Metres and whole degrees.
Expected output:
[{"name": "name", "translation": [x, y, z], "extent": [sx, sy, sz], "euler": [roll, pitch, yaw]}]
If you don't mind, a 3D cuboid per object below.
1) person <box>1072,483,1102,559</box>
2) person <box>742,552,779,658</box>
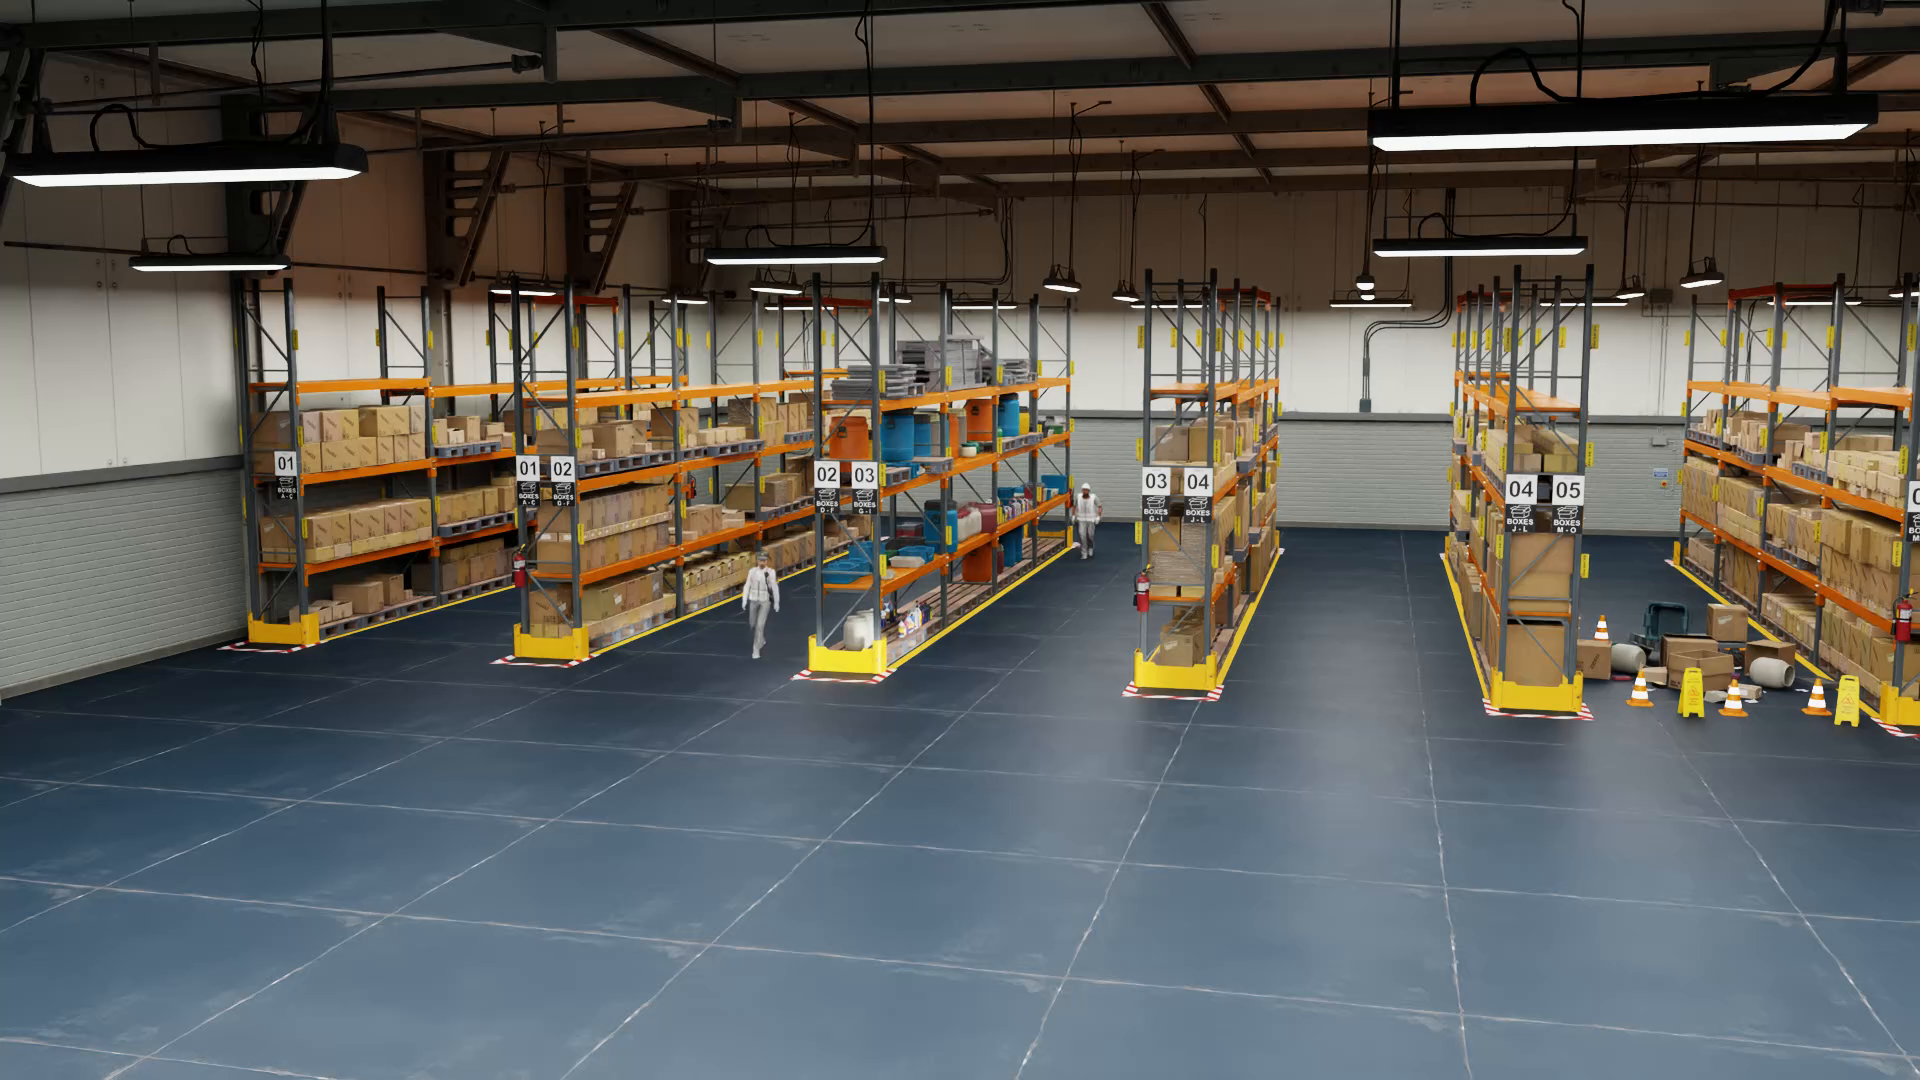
[{"name": "person", "translation": [2.930, -0.452, 38.338], "extent": [0.705, 1.740, 0.674], "euler": [1, 7, 7]}, {"name": "person", "translation": [-3.199, 1.008, 26.653], "extent": [0.557, 1.652, 0.777], "euler": [1, 7, 7]}]
